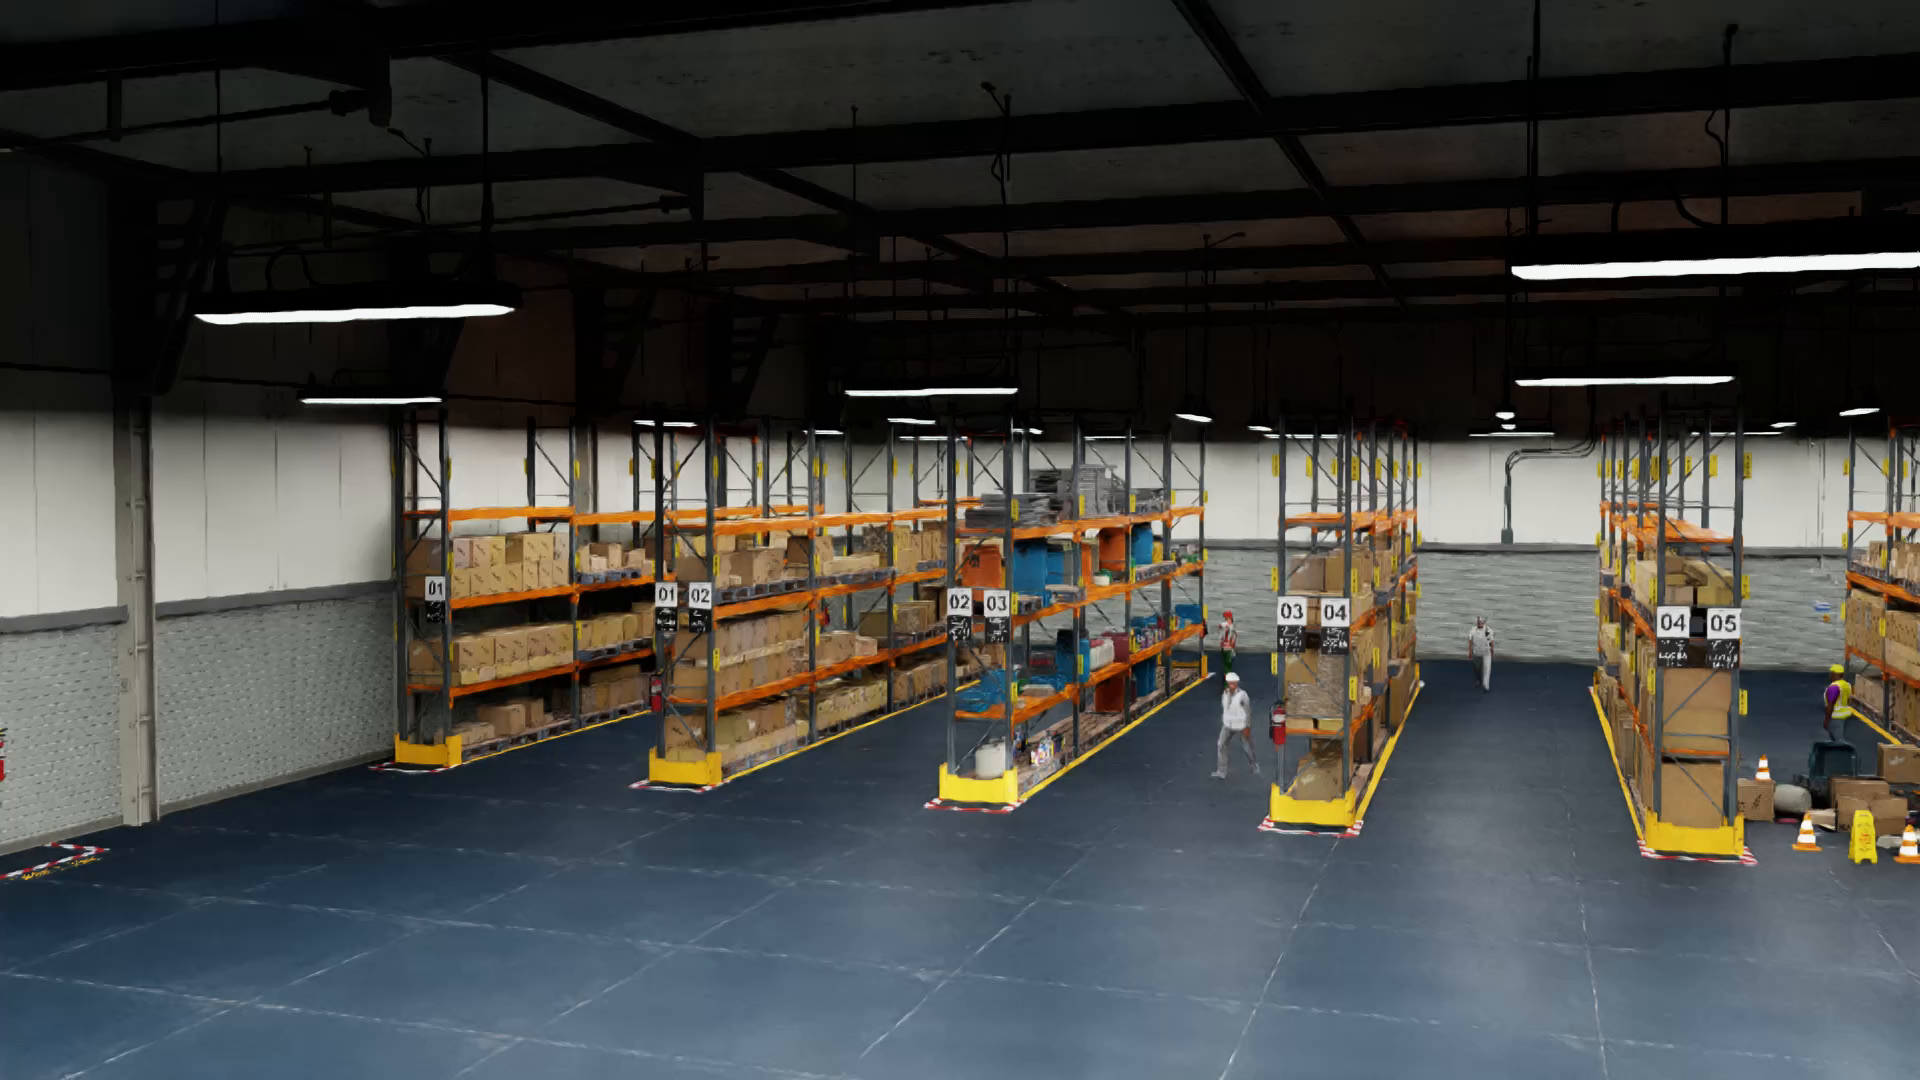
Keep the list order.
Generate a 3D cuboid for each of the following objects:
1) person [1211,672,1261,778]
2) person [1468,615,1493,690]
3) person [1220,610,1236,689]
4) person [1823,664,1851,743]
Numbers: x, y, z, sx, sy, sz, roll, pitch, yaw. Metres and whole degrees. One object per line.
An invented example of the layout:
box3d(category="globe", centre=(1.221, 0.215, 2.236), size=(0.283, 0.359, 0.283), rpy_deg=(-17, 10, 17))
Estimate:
box3d(category="person", centre=(4.501, 2.989, 26.989), size=(0.574, 1.721, 0.955), rpy_deg=(2, 3, 40))
box3d(category="person", centre=(11.795, 2.532, 37.679), size=(0.542, 1.675, 1.126), rpy_deg=(1, 3, 21))
box3d(category="person", centre=(6.122, 2.474, 37.678), size=(0.443, 1.786, 0.595), rpy_deg=(-1, 2, -12))
box3d(category="person", centre=(14.450, 2.927, 27.469), size=(0.669, 1.764, 0.574), rpy_deg=(-2, 3, -44))
